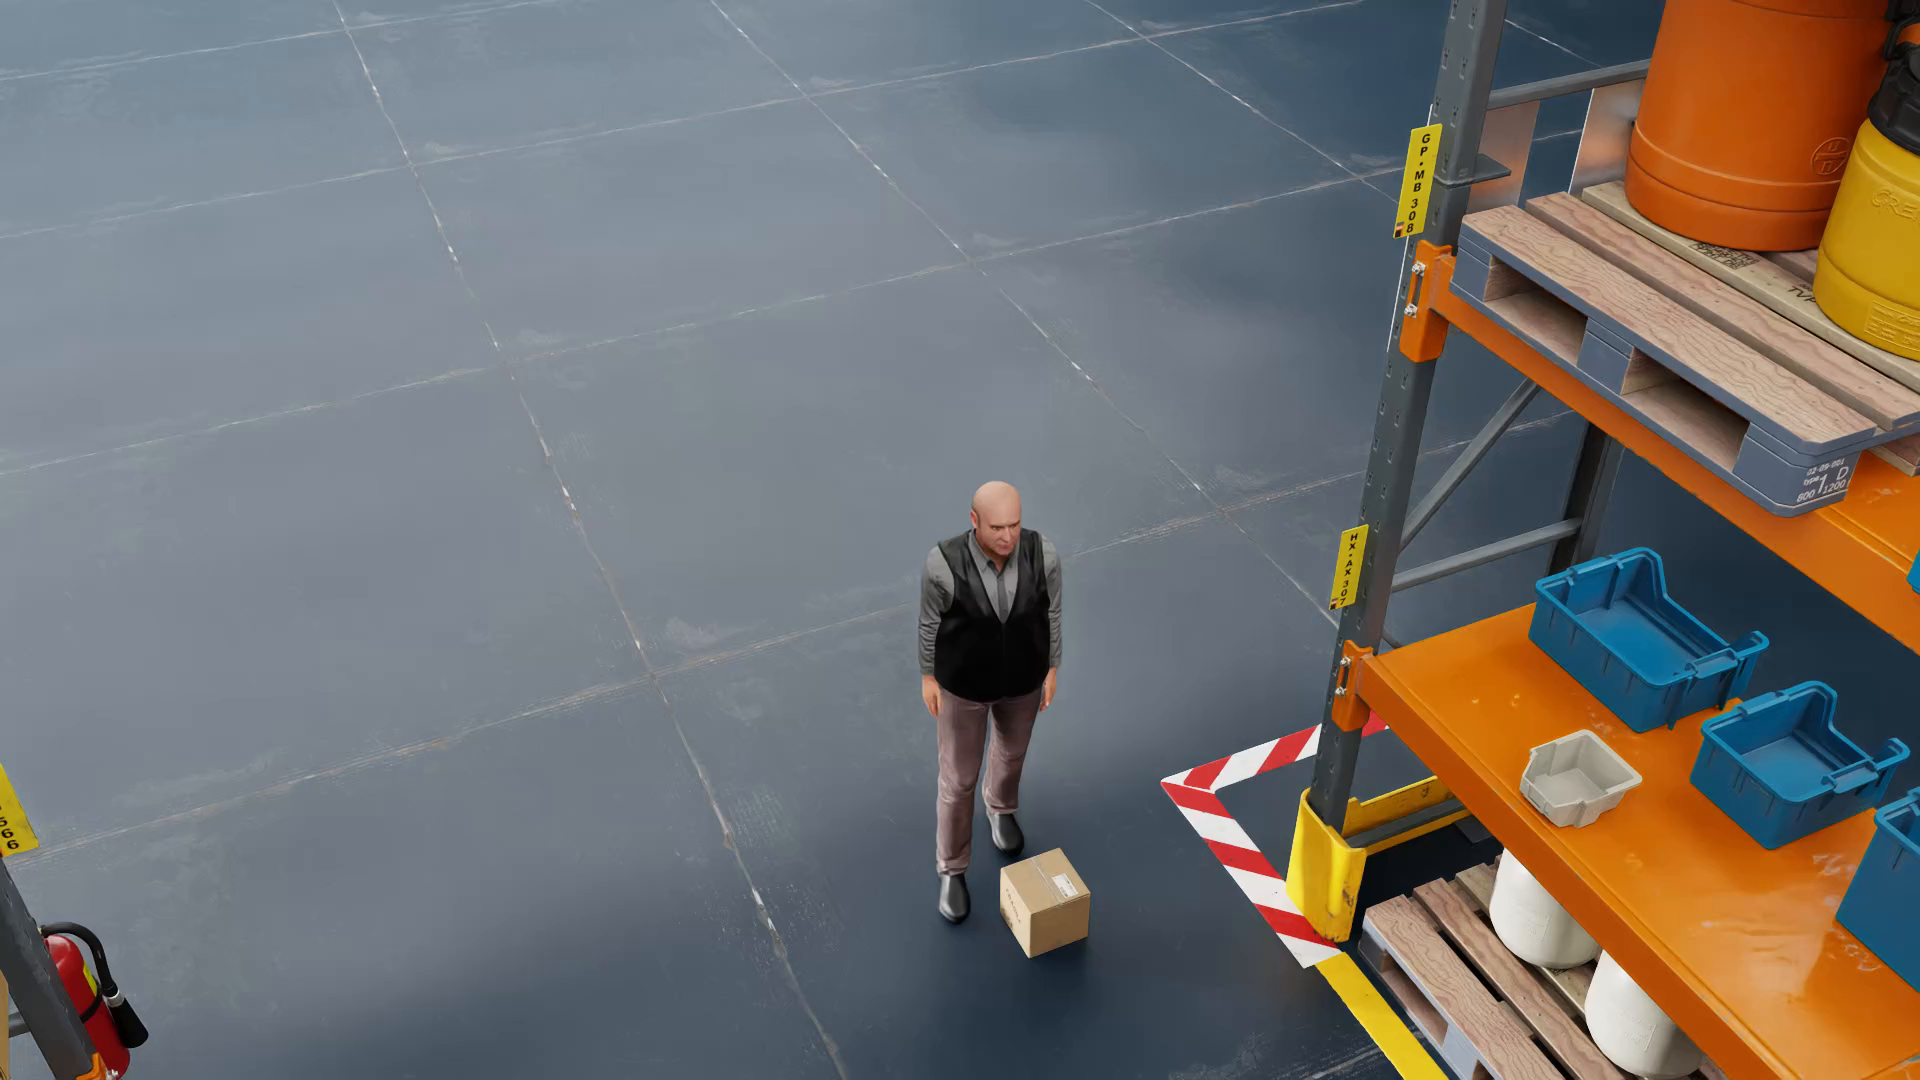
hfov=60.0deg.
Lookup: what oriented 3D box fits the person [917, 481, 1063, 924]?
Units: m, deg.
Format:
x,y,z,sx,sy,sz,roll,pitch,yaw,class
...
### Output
x,y,z,sx,sy,sz,roll,pitch,yaw,class
0.132,0.621,6.117,0.568,1.629,0.603,-10,38,-13,person
